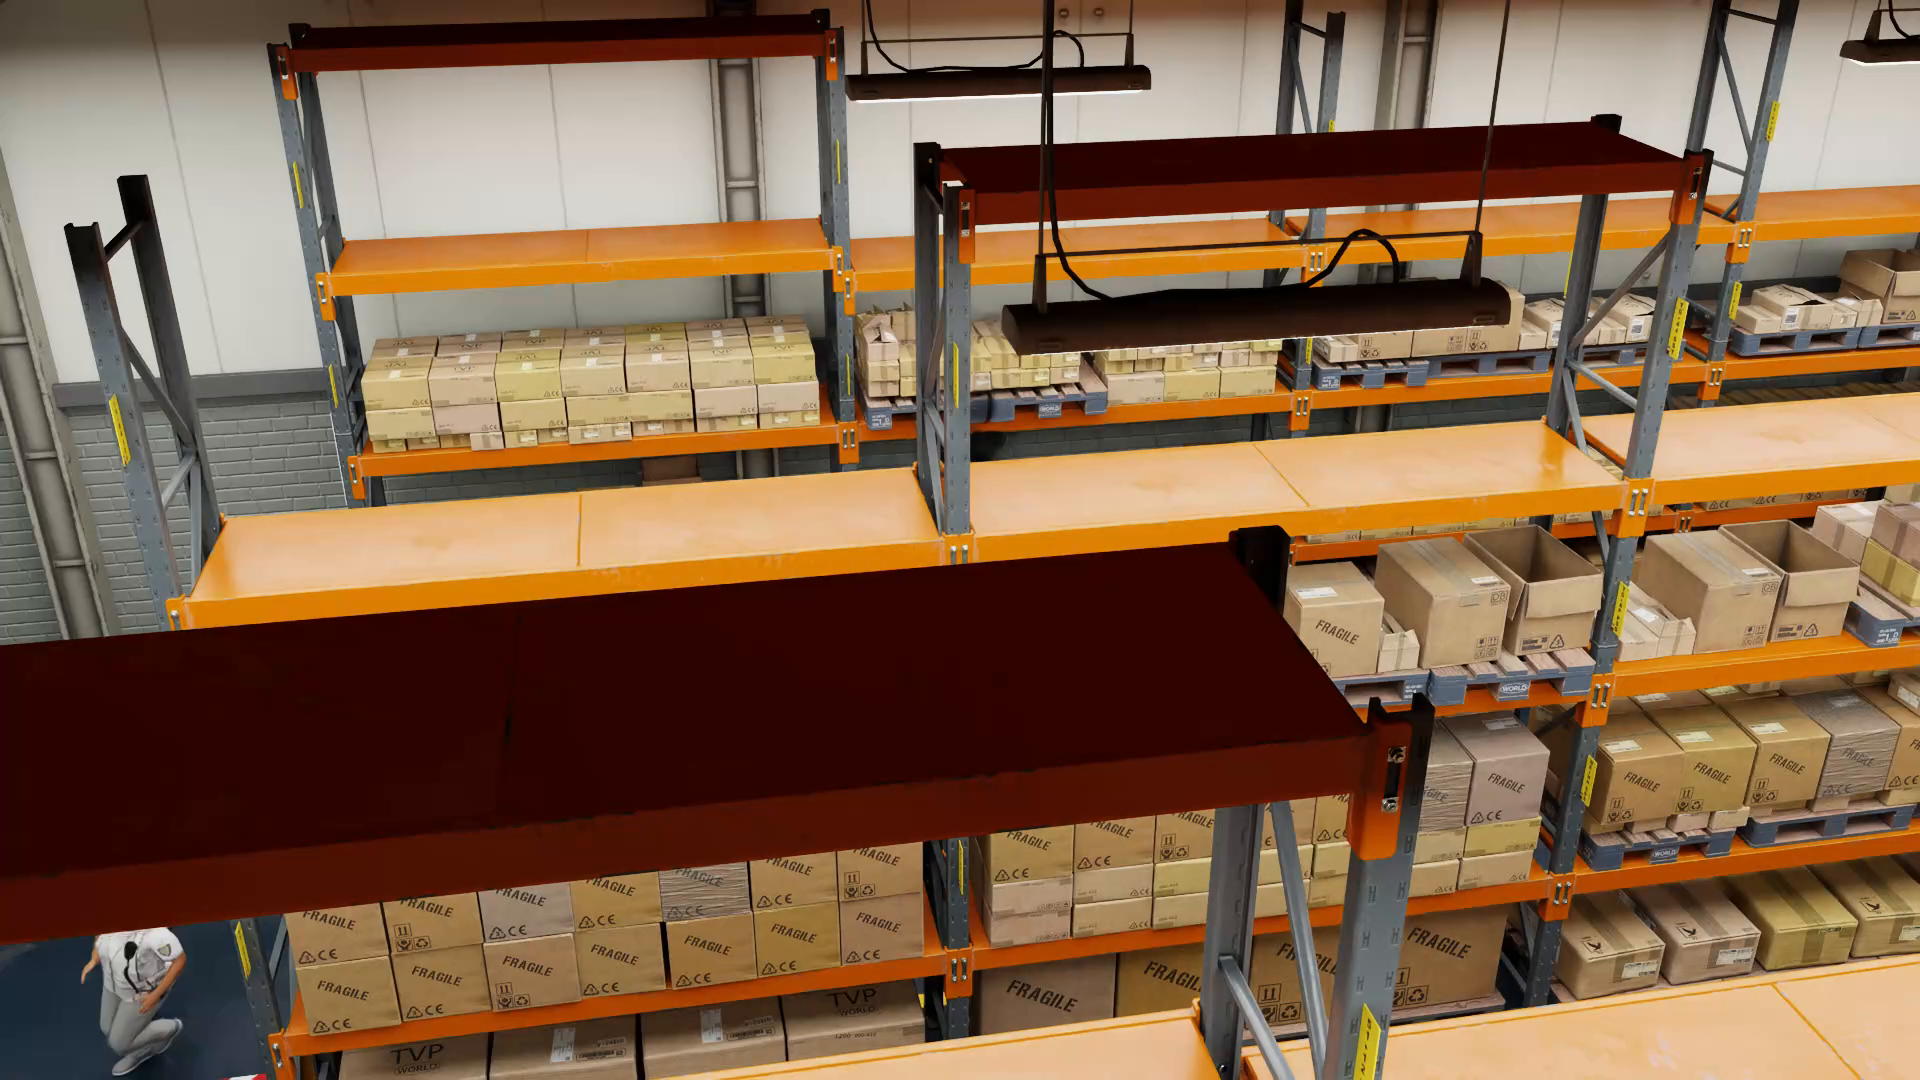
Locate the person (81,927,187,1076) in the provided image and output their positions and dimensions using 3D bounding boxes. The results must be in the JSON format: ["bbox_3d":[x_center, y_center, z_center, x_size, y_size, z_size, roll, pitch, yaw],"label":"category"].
[{"bbox_3d":[-5.261,2.839,10.629,0.694,1.569,0.513,13,29,25],"label":"person"}]
